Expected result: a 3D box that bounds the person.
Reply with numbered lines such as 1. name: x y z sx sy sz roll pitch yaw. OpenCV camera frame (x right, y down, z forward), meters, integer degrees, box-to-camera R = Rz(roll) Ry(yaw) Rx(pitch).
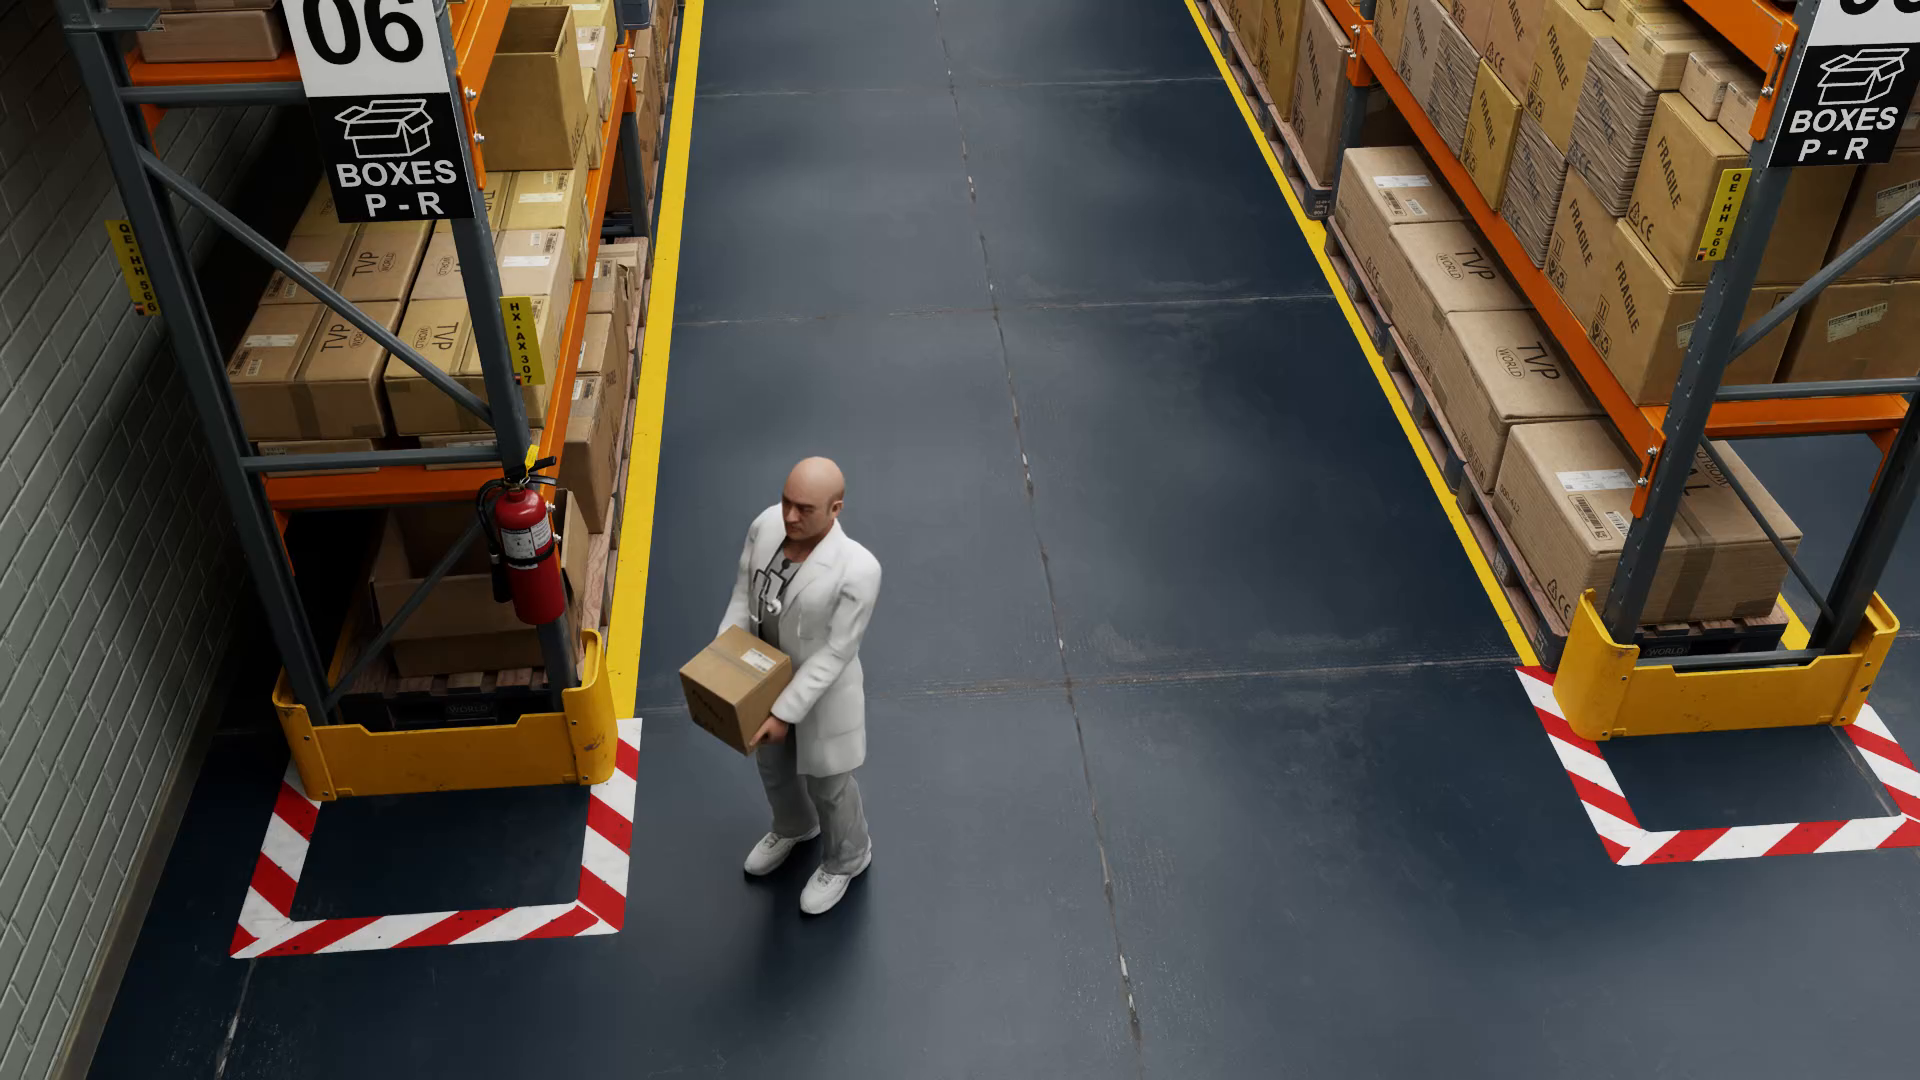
1. person: -0.575 0.536 5.499 0.531 1.769 0.563 27 46 30
